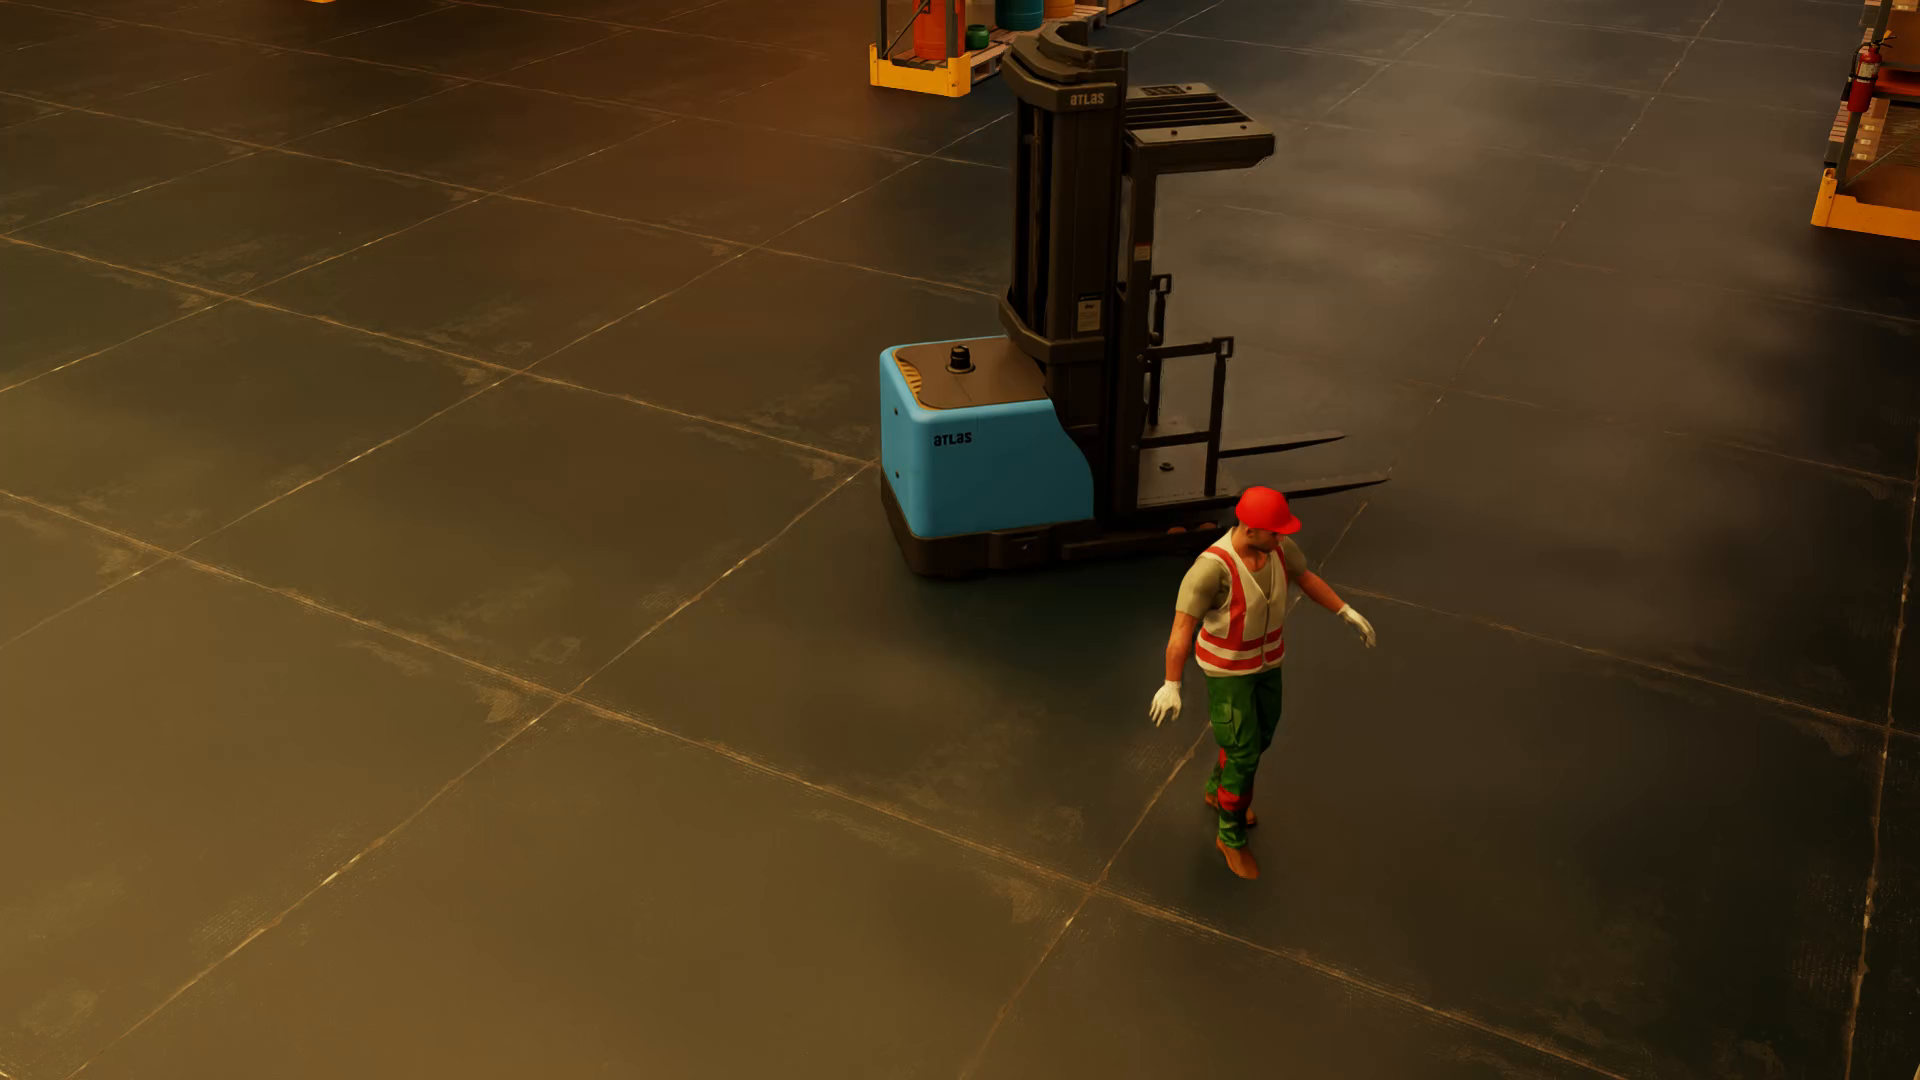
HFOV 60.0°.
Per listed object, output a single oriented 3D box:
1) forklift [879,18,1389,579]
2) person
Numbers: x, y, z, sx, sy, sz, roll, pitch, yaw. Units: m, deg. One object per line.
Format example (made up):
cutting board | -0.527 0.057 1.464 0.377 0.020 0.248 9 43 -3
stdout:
forklift | 1.085 -1.430 9.548 3.031 2.935 1.130 -7 31 -12
person | 1.282 0.611 7.232 1.008 1.807 0.583 -19 35 -29
